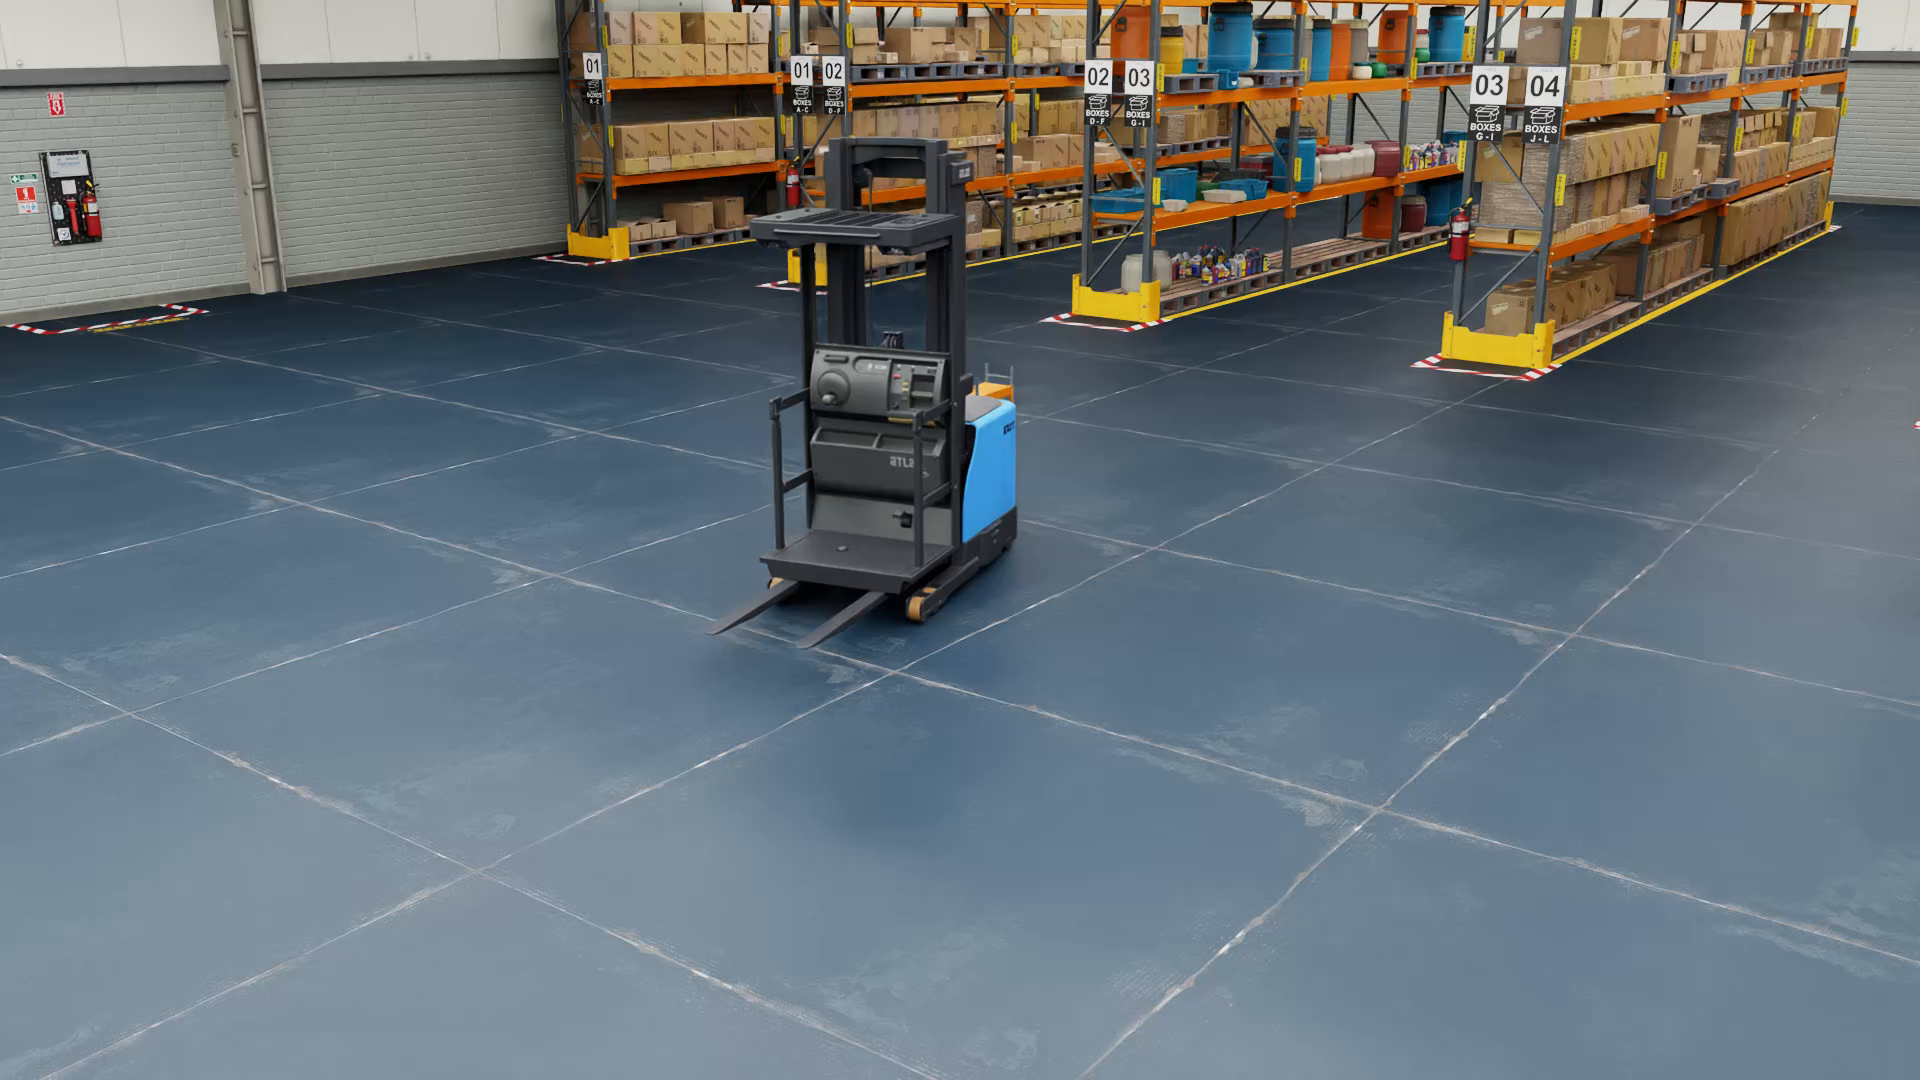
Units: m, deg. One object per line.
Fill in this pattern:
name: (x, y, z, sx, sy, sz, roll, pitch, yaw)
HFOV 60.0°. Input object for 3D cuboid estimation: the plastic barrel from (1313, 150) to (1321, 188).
plastic barrel: (5.136, -5.515, 24.716, 0.433, 0.535, 0.433, 0, 17, 0)

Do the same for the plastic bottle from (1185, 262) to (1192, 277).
plastic bottle: (3.222, -3.814, 23.446, 0.097, 0.201, 0.097, 0, 17, 0)

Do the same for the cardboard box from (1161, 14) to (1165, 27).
cardboard box: (3.366, -9.272, 30.131, 0.500, 0.500, 0.500, 12, 21, 35)

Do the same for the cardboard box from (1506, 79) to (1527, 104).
cardboard box: (6.068, -4.954, 18.333, 0.500, 0.250, 0.500, 13, 21, 36)

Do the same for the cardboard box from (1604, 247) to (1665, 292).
cardboard box: (9.050, -3.655, 22.429, 0.700, 0.500, 0.500, 12, 21, 34)

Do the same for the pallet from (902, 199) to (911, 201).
pallet: (-0.653, -6.807, 33.808, 1.003, 0.211, 1.213, 12, 21, 35)

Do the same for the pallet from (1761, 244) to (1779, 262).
pallet: (12.735, -4.763, 27.224, 1.003, 0.211, 1.213, 12, 21, 35)

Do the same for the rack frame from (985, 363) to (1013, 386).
rack frame: (0.293, -0.734, 12.583, 0.240, 1.200, 0.015, 11, 20, 31)

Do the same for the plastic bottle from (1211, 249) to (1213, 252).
plastic bottle: (3.678, -4.090, 24.208, 0.152, 0.276, 0.135, 13, 22, 37)

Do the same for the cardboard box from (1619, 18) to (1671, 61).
cardboard box: (8.304, -6.095, 20.241, 0.500, 0.500, 0.500, 12, 21, 33)

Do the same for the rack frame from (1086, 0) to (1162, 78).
rack frame: (2.007, -7.173, 20.170, 1.000, 3.000, 0.127, 12, 21, 35)

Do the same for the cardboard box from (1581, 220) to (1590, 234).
cardboard box: (7.085, -3.638, 19.324, 0.380, 0.149, 0.250, 12, 21, 35)

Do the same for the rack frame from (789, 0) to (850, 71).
rack frame: (-1.969, -8.050, 22.991, 1.000, 3.000, 0.127, 12, 21, 35)

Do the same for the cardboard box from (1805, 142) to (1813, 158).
cardboard box: (14.229, -6.669, 28.414, 0.500, 0.250, 0.500, 13, 22, 36)

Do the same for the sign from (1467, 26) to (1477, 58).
sign: (5.551, -5.391, 17.996, 0.100, 0.325, 0.005, 12, 21, 35)

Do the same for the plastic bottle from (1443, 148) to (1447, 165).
plastic bottle: (8.344, -6.602, 28.643, 0.061, 0.283, 0.133, 12, 21, 35)

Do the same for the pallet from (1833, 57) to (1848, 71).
pallet: (15.084, -8.456, 29.506, 1.003, 0.211, 1.213, 12, 21, 35)

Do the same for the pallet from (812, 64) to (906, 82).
pallet: (-1.527, -6.739, 23.977, 1.003, 0.211, 1.213, 12, 21, 35)

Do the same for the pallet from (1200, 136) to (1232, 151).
pallet: (4.617, -7.780, 32.563, 1.003, 0.211, 1.213, 12, 21, 35)

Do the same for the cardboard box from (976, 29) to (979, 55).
cardboard box: (-0.042, -10.165, 33.952, 0.700, 0.500, 0.500, 12, 21, 35)

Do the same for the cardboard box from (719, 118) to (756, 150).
cardboard box: (-3.892, -7.021, 28.748, 0.500, 0.500, 0.500, 12, 21, 34)

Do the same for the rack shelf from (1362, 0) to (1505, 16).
rack shelf: (7.965, -9.021, 28.006, 1.077, 0.370, 4.000, 12, 21, 35)

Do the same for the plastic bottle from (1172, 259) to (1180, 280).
plastic bottle: (3.007, -3.773, 23.173, 0.061, 0.283, 0.133, 12, 21, 35)

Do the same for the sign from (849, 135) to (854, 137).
sign: (-1.527, -5.536, 23.421, 0.100, 0.325, 0.005, 12, 21, 35)

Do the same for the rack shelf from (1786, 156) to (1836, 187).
rack shelf: (14.326, -6.424, 29.086, 1.077, 0.370, 4.000, 12, 21, 35)

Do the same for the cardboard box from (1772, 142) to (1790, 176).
cardboard box: (13.075, -6.179, 26.916, 0.500, 0.500, 0.500, 12, 21, 35)

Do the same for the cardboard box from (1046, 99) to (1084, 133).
cardboard box: (2.402, -9.535, 37.384, 0.980, 0.700, 0.700, 11, 20, 32)

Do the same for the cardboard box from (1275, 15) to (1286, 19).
cardboard box: (6.145, -10.337, 33.561, 0.700, 0.500, 0.500, 12, 21, 35)

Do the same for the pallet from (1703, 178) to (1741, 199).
pallet: (10.412, -5.058, 23.798, 1.213, 0.211, 1.003, 12, 21, 35)

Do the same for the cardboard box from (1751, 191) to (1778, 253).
cardboard box: (12.238, -5.108, 26.510, 1.225, 0.875, 0.875, 12, 21, 33)

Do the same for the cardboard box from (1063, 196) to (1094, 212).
cardboard box: (2.076, -5.832, 28.950, 0.500, 0.311, 0.500, 12, 21, 34)

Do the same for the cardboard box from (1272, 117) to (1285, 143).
cardboard box: (6.306, -8.405, 34.083, 0.500, 0.500, 0.500, 12, 21, 34)

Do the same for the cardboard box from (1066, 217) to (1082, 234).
cardboard box: (1.769, -5.443, 28.643, 0.500, 0.250, 0.500, 13, 21, 36)

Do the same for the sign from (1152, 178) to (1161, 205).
sign: (2.446, -4.342, 20.702, 0.100, 0.325, 0.005, 12, 21, 35)

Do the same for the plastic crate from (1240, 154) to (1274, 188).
plastic crate: (4.433, -5.461, 24.664, 0.402, 0.464, 0.583, 12, 21, 35)

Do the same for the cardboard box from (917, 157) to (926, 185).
cardboard box: (-0.760, -5.710, 25.406, 0.700, 0.500, 0.500, 13, 22, 36)

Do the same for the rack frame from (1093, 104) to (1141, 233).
rack frame: (2.798, -7.090, 30.017, 1.000, 3.000, 0.127, 12, 21, 35)

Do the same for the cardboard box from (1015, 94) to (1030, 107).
cardboard box: (1.127, -9.318, 35.224, 0.500, 0.250, 0.500, 13, 22, 36)

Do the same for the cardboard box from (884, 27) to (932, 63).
cardboard box: (-0.760, -7.279, 24.457, 0.500, 0.500, 0.500, 12, 21, 35)

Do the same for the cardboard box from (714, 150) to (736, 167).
cardboard box: (-4.196, -6.544, 28.477, 0.500, 0.250, 0.500, 12, 21, 34)

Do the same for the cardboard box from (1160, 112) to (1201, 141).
cardboard box: (4.178, -7.859, 31.618, 0.700, 0.500, 0.500, 7, 19, 21)

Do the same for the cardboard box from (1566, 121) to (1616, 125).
cardboard box: (7.896, -4.991, 20.902, 0.500, 0.500, 0.500, 12, 21, 35)

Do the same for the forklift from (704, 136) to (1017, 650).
forklift: (-0.616, -1.019, 10.583, 1.130, 2.935, 3.031, 7, 19, 21)

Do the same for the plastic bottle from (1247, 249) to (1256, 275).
plastic bottle: (4.123, -3.956, 23.650, 0.144, 0.351, 0.185, 11, 20, 32)

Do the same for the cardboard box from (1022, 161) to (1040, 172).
cardboard box: (1.106, -6.192, 27.550, 0.380, 0.149, 0.250, 12, 21, 35)

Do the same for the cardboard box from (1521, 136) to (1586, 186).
cardboard box: (6.531, -4.183, 18.301, 0.500, 0.500, 0.500, 12, 21, 35)

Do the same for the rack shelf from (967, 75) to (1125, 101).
rack shelf: (1.606, -7.703, 28.145, 1.077, 0.370, 4.000, 12, 21, 35)

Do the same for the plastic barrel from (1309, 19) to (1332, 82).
plastic barrel: (5.298, -7.404, 25.125, 0.600, 0.901, 0.708, 12, 21, 35)

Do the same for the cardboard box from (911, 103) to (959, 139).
cardboard box: (-0.444, -6.458, 25.626, 0.700, 0.500, 0.500, 12, 21, 35)

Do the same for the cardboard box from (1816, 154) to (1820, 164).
cardboard box: (14.809, -6.676, 29.106, 0.380, 0.149, 0.250, 13, 21, 35)

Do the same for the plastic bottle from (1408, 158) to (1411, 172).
plastic bottle: (7.382, -6.221, 27.436, 0.097, 0.271, 0.097, 0, 17, 0)

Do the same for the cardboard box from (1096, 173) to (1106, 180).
cardboard box: (2.949, -8.573, 38.300, 0.700, 0.500, 0.500, 12, 21, 35)

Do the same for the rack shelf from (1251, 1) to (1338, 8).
rack shelf: (6.373, -11.039, 33.836, 1.077, 0.370, 4.000, 12, 21, 35)

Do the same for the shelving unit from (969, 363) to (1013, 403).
shelving unit: (0.161, -0.673, 12.387, 0.258, 1.200, 0.503, 11, 20, 31)

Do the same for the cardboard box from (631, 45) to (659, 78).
cardboard box: (-5.201, -7.706, 26.740, 0.500, 0.500, 0.500, 14, 22, 38)

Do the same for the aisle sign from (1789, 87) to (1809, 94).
aisle sign: (15.320, -8.556, 30.353, 0.394, 0.787, 0.004, 12, 21, 35)

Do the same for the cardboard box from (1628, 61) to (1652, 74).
cardboard box: (8.094, -5.686, 20.019, 0.380, 0.149, 0.250, 11, 20, 32)

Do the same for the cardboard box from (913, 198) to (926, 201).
cardboard box: (-0.405, -5.207, 26.618, 0.500, 0.500, 0.500, 12, 21, 35)
